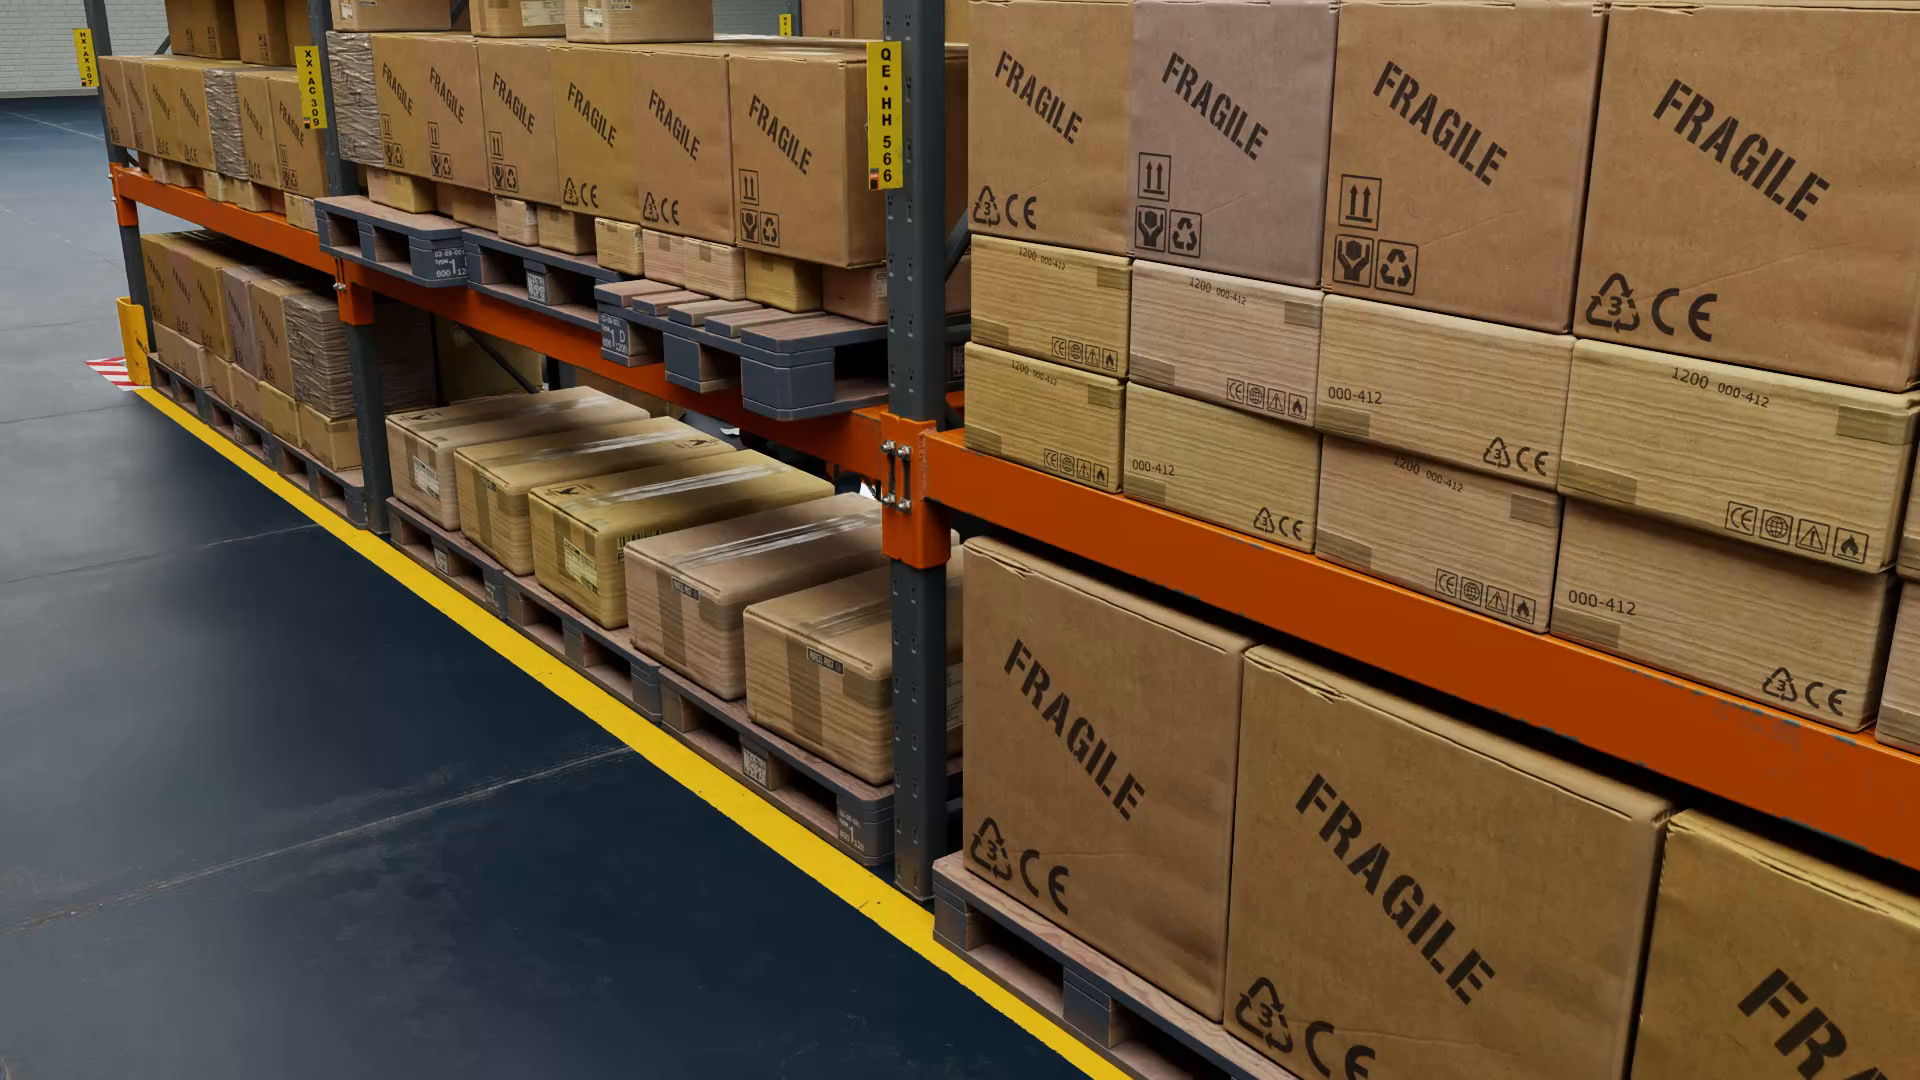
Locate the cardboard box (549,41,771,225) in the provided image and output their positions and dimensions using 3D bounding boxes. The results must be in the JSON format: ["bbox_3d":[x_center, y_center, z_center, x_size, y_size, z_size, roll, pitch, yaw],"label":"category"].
[{"bbox_3d":[-0.893,-1.258,5.091,0.500,0.500,0.500,-16,24,-40],"label":"cardboard box"}]

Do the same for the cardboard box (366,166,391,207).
[{"bbox_3d":[-2.137,-1.431,6.644,0.380,0.149,0.250,-14,23,-35],"label":"cardboard box"}]

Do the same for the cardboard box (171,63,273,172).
[{"bbox_3d":[-3.676,-2.176,8.531,0.500,0.500,0.500,-15,23,-37],"label":"cardboard box"}]

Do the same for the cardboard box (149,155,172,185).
[{"bbox_3d":[-4.277,-2.079,9.269,0.380,0.149,0.250,-14,23,-35],"label":"cardboard box"}]

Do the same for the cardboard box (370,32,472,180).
[{"bbox_3d":[-1.854,-1.642,6.250,0.500,0.500,0.500,-14,23,-36],"label":"cardboard box"}]

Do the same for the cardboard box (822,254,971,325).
[{"bbox_3d":[-0.137,-0.678,4.371,0.380,0.149,0.250,-13,22,-34],"label":"cardboard box"}]

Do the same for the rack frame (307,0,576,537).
[{"bbox_3d":[-2.232,-1.549,7.268,1.000,3.000,0.127,-14,23,-36],"label":"rack frame"}]

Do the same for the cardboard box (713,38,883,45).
[{"bbox_3d":[-0.511,-1.364,5.410,0.500,0.500,0.500,-14,23,-35],"label":"cardboard box"}]

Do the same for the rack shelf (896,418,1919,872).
[{"bbox_3d":[1.493,0.271,2.917,1.077,0.370,4.000,-14,23,-36],"label":"rack shelf"}]

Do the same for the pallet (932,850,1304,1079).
[{"bbox_3d":[0.682,0.969,4.099,1.003,0.211,1.213,-14,23,-36],"label":"pallet"}]

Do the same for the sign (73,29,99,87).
[{"bbox_3d":[-5.141,-2.840,9.789,0.100,0.325,0.005,-14,23,-36],"label":"sign"}]

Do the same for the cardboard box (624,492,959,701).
[{"bbox_3d":[-0.556,0.163,5.610,0.950,0.372,0.625,-15,23,-37],"label":"cardboard box"}]

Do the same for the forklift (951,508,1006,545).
[{"bbox_3d":[1.212,-1.441,7.052,3.031,2.935,1.130,-2,18,-7],"label":"forklift"}]

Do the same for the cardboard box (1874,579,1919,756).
[{"bbox_3d":[1.645,0.178,2.290,0.500,0.250,0.500,-15,23,-38],"label":"cardboard box"}]

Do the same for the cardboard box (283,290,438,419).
[{"bbox_3d":[-2.810,-0.892,7.799,0.500,0.500,0.500,-14,23,-37],"label":"cardboard box"}]

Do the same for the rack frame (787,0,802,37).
[{"bbox_3d":[-0.898,-3.526,13.238,1.000,3.000,0.127,-14,23,-36],"label":"rack frame"}]

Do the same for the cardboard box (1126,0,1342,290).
[{"bbox_3d":[0.681,-0.796,3.244,0.500,0.500,0.500,-14,23,-36],"label":"cardboard box"}]

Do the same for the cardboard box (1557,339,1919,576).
[{"bbox_3d":[1.297,-0.176,2.566,0.500,0.250,0.500,-13,23,-35],"label":"cardboard box"}]

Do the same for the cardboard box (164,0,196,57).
[{"bbox_3d":[-4.227,-3.115,9.774,0.700,0.500,0.500,-15,23,-37],"label":"cardboard box"}]

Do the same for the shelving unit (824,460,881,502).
[{"bbox_3d":[-0.447,-0.561,7.147,0.258,1.200,0.189,-5,19,-14],"label":"shelving unit"}]

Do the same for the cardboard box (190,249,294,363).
[{"bbox_3d":[-3.783,-1.273,8.948,0.500,0.500,0.500,-13,23,-35],"label":"cardboard box"}]

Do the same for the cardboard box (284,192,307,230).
[{"bbox_3d":[-2.831,-1.510,7.549,0.380,0.149,0.250,-13,23,-35],"label":"cardboard box"}]

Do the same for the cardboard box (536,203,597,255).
[{"bbox_3d":[-1.161,-1.045,5.477,0.380,0.149,0.250,-15,23,-38],"label":"cardboard box"}]

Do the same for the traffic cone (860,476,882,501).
[{"bbox_3d":[-0.365,-0.312,7.570,0.336,0.463,0.334,-14,23,-36],"label":"traffic cone"}]

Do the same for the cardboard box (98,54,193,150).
[{"bbox_3d":[-4.639,-2.552,9.667,0.500,0.500,0.500,-14,23,-37],"label":"cardboard box"}]

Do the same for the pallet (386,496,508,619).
[{"bbox_3d":[-1.748,-0.034,7.128,1.003,0.211,1.213,-14,23,-36],"label":"pallet"}]

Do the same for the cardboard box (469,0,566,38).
[{"bbox_3d":[-1.462,-1.812,5.732,0.380,0.149,0.250,-12,22,-33],"label":"cardboard box"}]

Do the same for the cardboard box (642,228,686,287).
[{"bbox_3d":[-0.701,-0.847,4.881,0.380,0.149,0.250,-15,24,-39],"label":"cardboard box"}]

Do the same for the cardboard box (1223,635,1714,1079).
[{"bbox_3d":[1.166,0.653,3.331,0.875,0.875,0.875,-14,23,-35],"label":"cardboard box"}]

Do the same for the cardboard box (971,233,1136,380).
[{"bbox_3d":[0.372,-0.556,3.714,0.500,0.250,0.500,-14,23,-36],"label":"cardboard box"}]

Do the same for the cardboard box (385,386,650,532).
[{"bbox_3d":[-1.905,-0.372,7.227,0.950,0.372,0.625,-14,23,-35],"label":"cardboard box"}]

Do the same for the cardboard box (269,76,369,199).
[{"bbox_3d":[-2.703,-1.799,7.390,0.500,0.500,0.500,-15,23,-37],"label":"cardboard box"}]

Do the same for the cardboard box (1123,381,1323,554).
[{"bbox_3d":[0.691,-0.199,3.431,0.500,0.250,0.500,-15,23,-38],"label":"cardboard box"}]

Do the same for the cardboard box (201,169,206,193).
[{"bbox_3d":[-3.738,-1.898,8.721,0.380,0.149,0.250,-15,23,-38],"label":"cardboard box"}]

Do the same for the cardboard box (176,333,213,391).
[{"bbox_3d":[-4.121,-1.049,9.464,0.500,0.250,0.500,-13,22,-34],"label":"cardboard box"}]

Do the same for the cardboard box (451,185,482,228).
[{"bbox_3d":[-1.626,-1.241,6.071,0.380,0.149,0.250,-14,23,-35],"label":"cardboard box"}]

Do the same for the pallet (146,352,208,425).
[{"bbox_3d":[-4.192,-0.985,10.002,1.003,0.211,1.213,-14,23,-36],"label":"pallet"}]

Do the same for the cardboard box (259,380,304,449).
[{"bbox_3d":[-3.148,-0.665,8.307,0.500,0.250,0.500,-15,23,-38],"label":"cardboard box"}]

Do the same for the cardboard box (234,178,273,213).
[{"bbox_3d":[-3.304,-1.699,8.122,0.380,0.149,0.250,-14,23,-37],"label":"cardboard box"}]

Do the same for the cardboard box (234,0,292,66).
[{"bbox_3d":[-3.321,-2.733,8.621,0.700,0.500,0.500,-14,23,-36],"label":"cardboard box"}]

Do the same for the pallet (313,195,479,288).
[{"bbox_3d":[-1.872,-1.241,6.644,1.003,0.211,1.213,-14,23,-36],"label":"pallet"}]
